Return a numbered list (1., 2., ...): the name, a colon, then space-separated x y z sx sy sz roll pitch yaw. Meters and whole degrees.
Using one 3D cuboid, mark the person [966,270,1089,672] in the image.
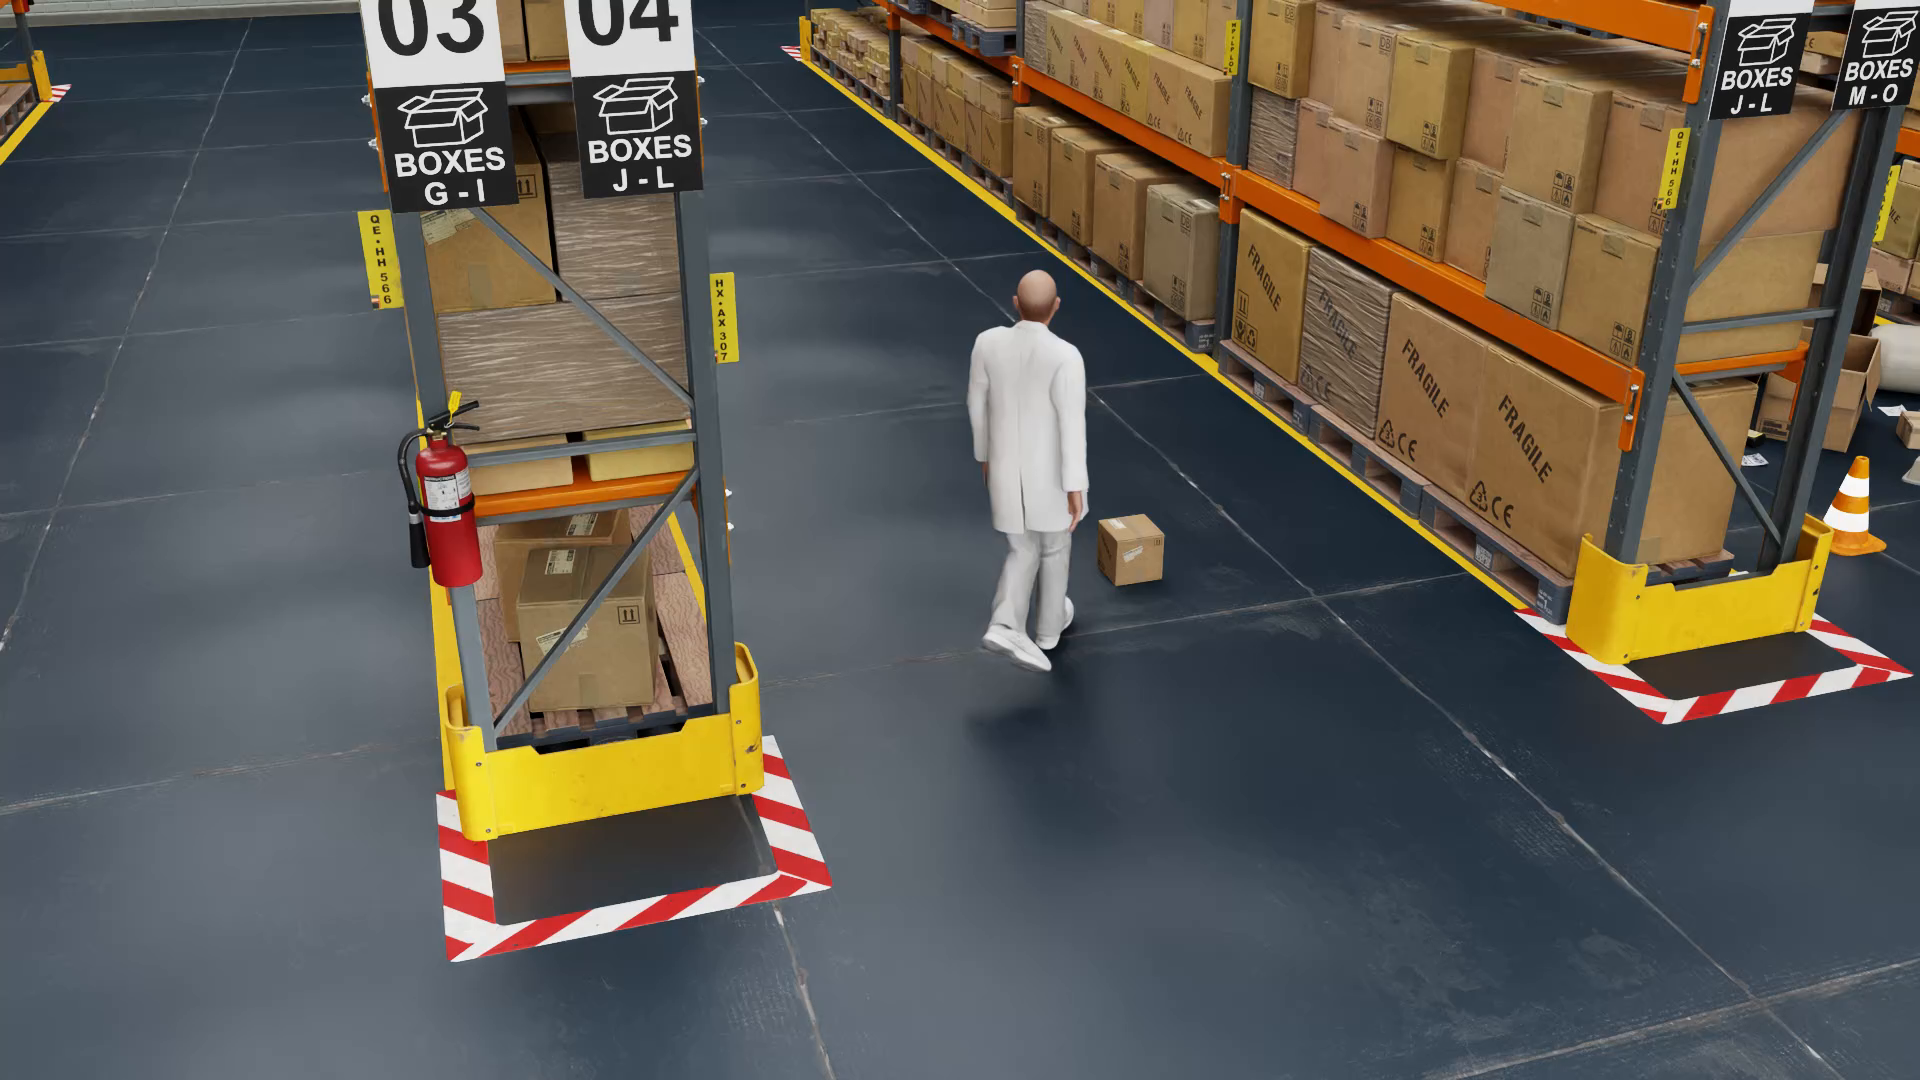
1. person: 0.278 -0.268 7.191 0.655 1.750 0.886 12 28 23
